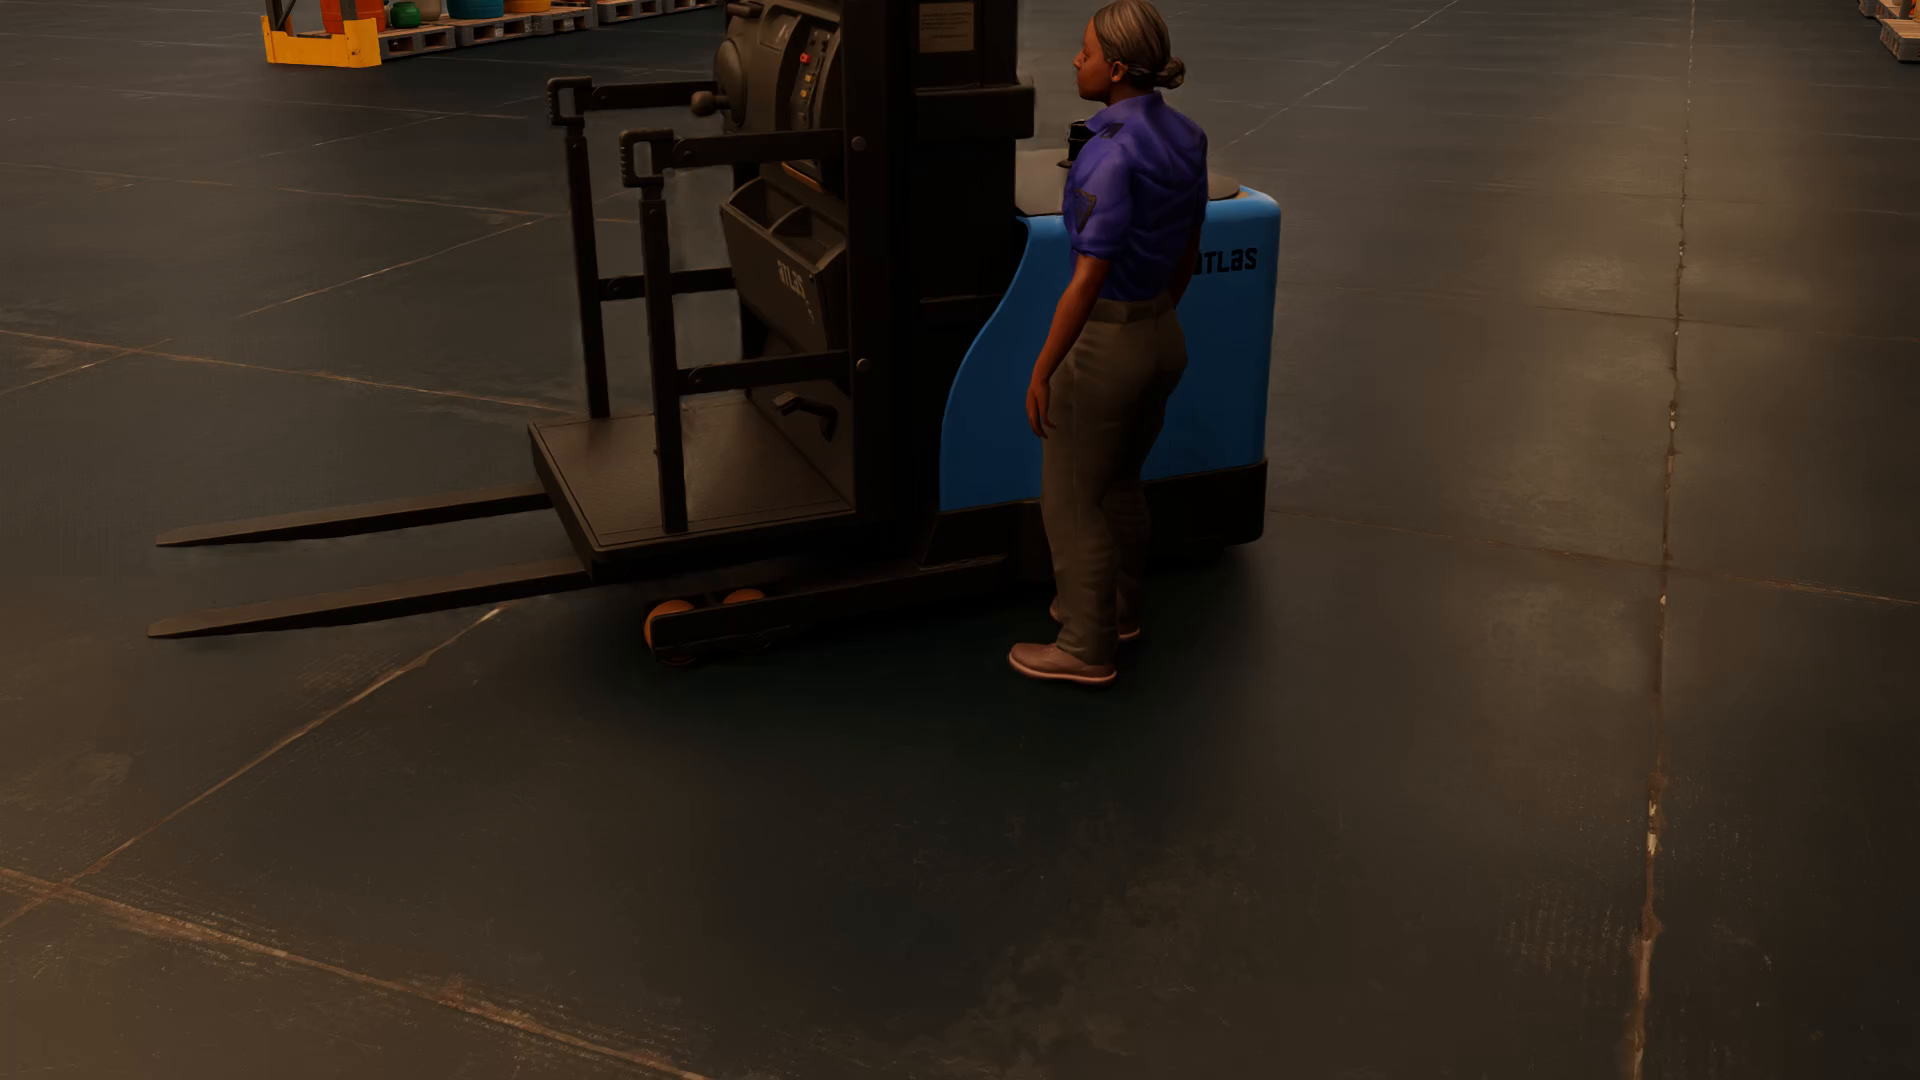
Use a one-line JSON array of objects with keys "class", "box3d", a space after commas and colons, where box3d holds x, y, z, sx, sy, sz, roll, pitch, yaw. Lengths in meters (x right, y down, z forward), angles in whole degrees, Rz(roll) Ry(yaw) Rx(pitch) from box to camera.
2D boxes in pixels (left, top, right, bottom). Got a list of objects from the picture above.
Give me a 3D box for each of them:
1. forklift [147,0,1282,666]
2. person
[{"class": "forklift", "box3d": [-0.663, -1.257, 4.300, 3.031, 2.935, 1.130, -9, 24, -20]}, {"class": "person", "box3d": [0.315, -0.444, 4.008, 0.448, 1.659, 0.561, 15, 27, 31]}]
